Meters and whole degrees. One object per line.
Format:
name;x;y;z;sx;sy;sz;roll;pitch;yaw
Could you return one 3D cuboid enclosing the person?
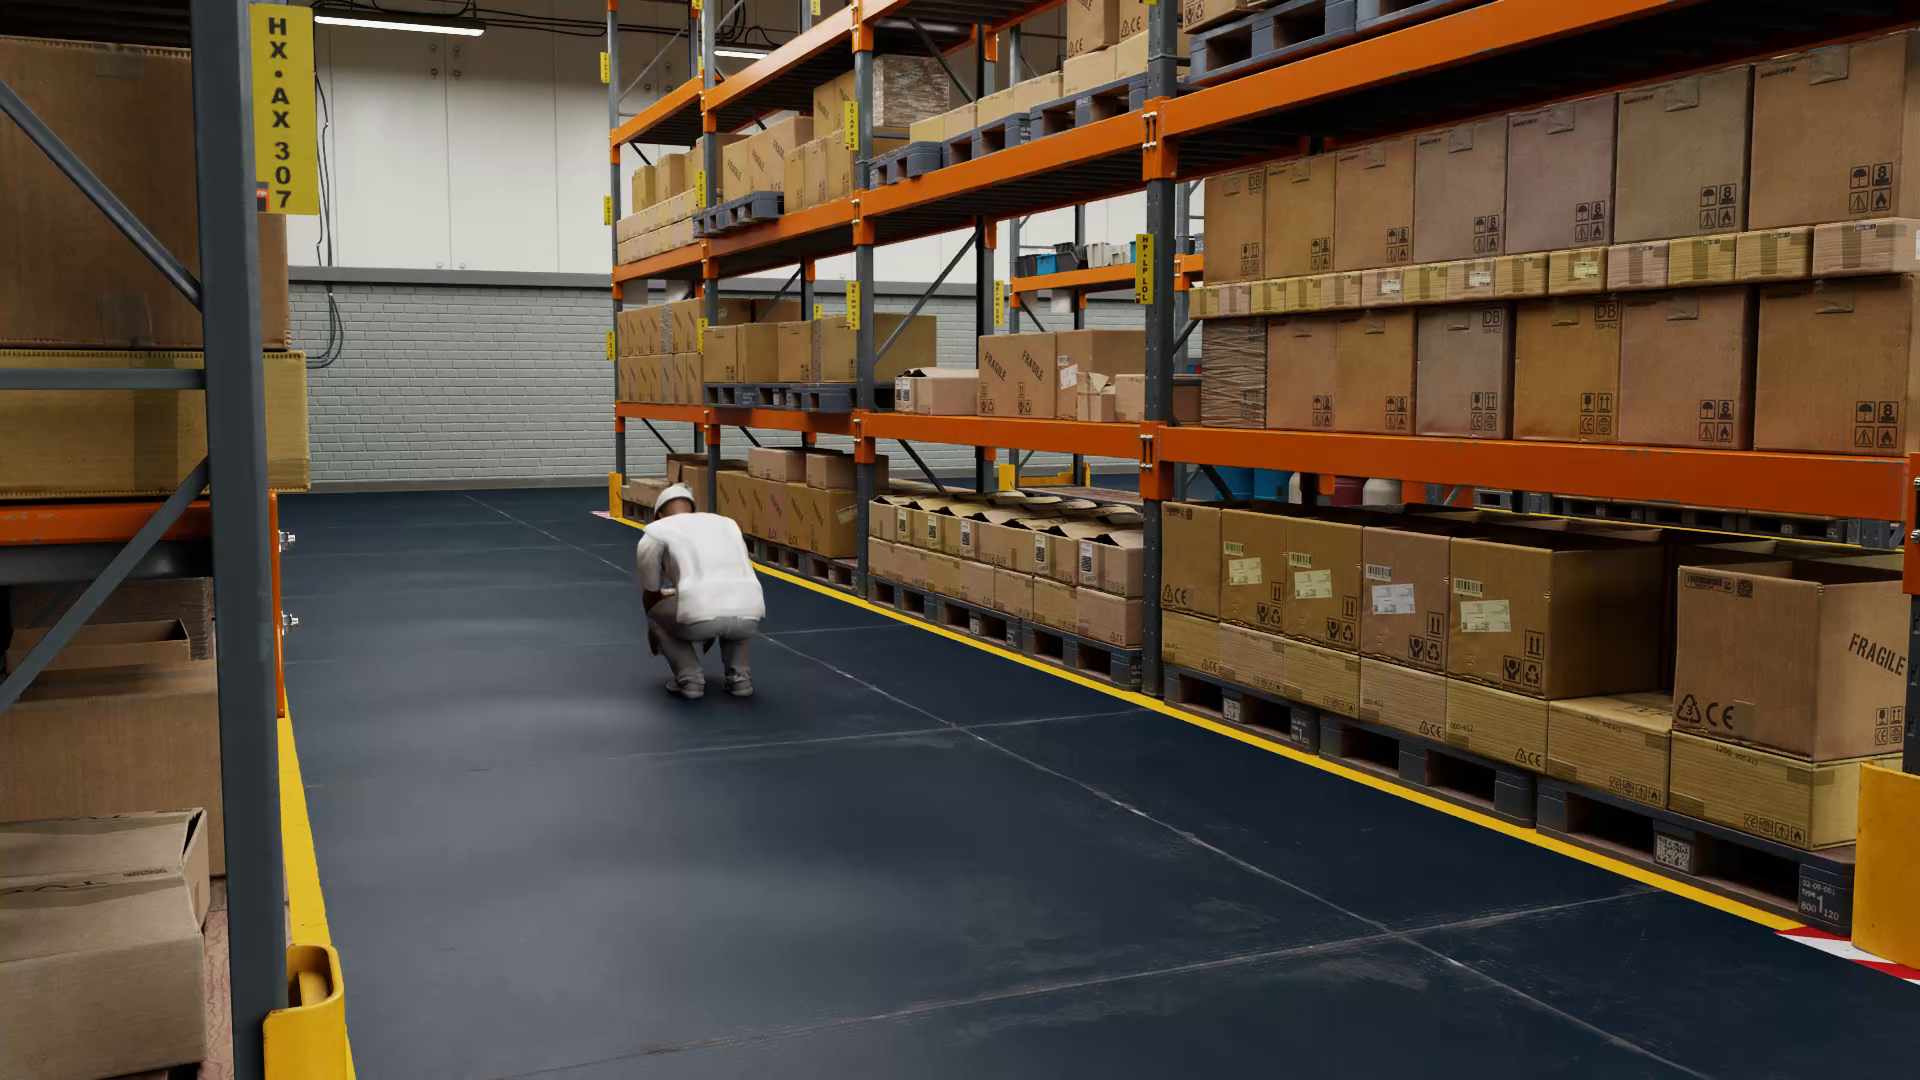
person;-1.291;0.246;8.172;0.573;1.001;0.881;-2;6;-24
